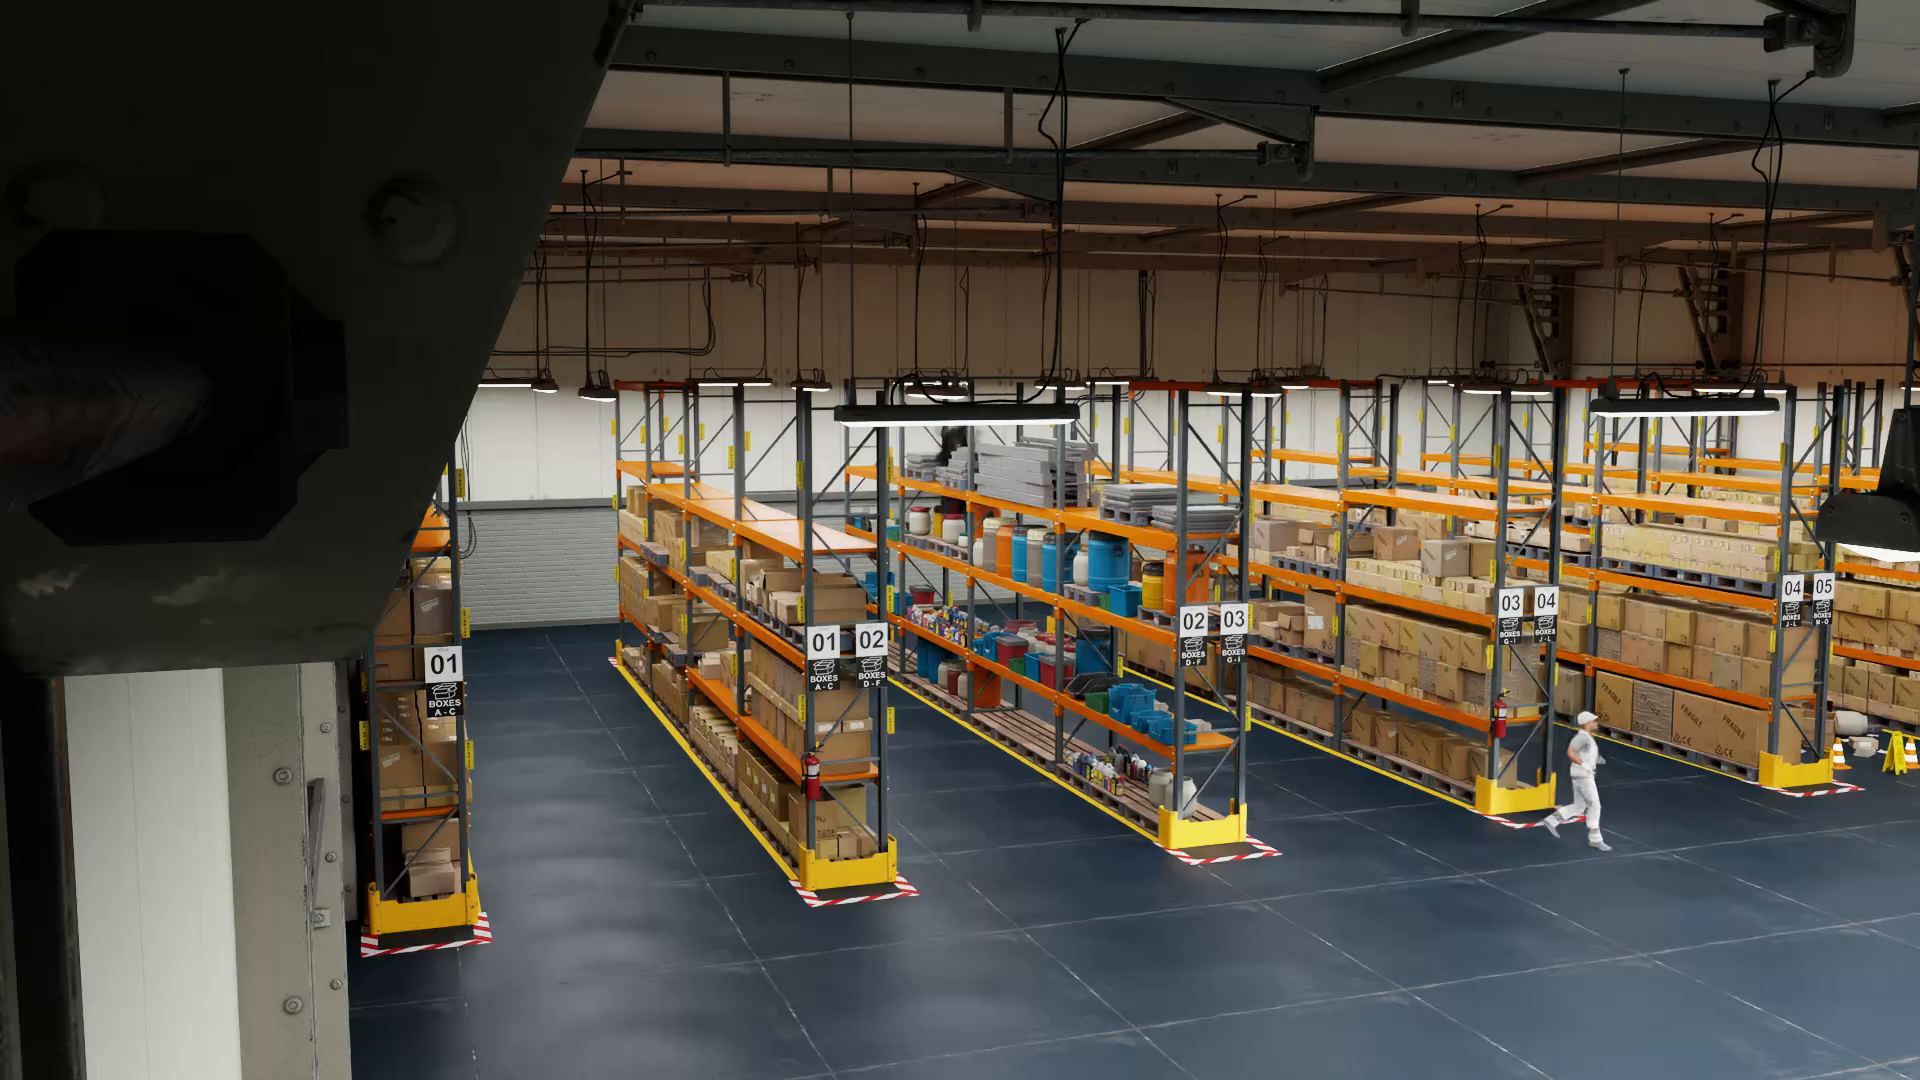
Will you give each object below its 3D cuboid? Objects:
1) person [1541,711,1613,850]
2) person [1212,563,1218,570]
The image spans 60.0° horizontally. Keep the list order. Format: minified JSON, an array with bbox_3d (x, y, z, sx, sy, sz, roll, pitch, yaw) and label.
[{"bbox_3d":[8.205,3.147,22.021,0.898,1.775,0.696,3,7,23],"label":"person"},{"bbox_3d":[6.348,1.201,41.085,0.771,1.571,0.753,-5,8,-39],"label":"person"}]
